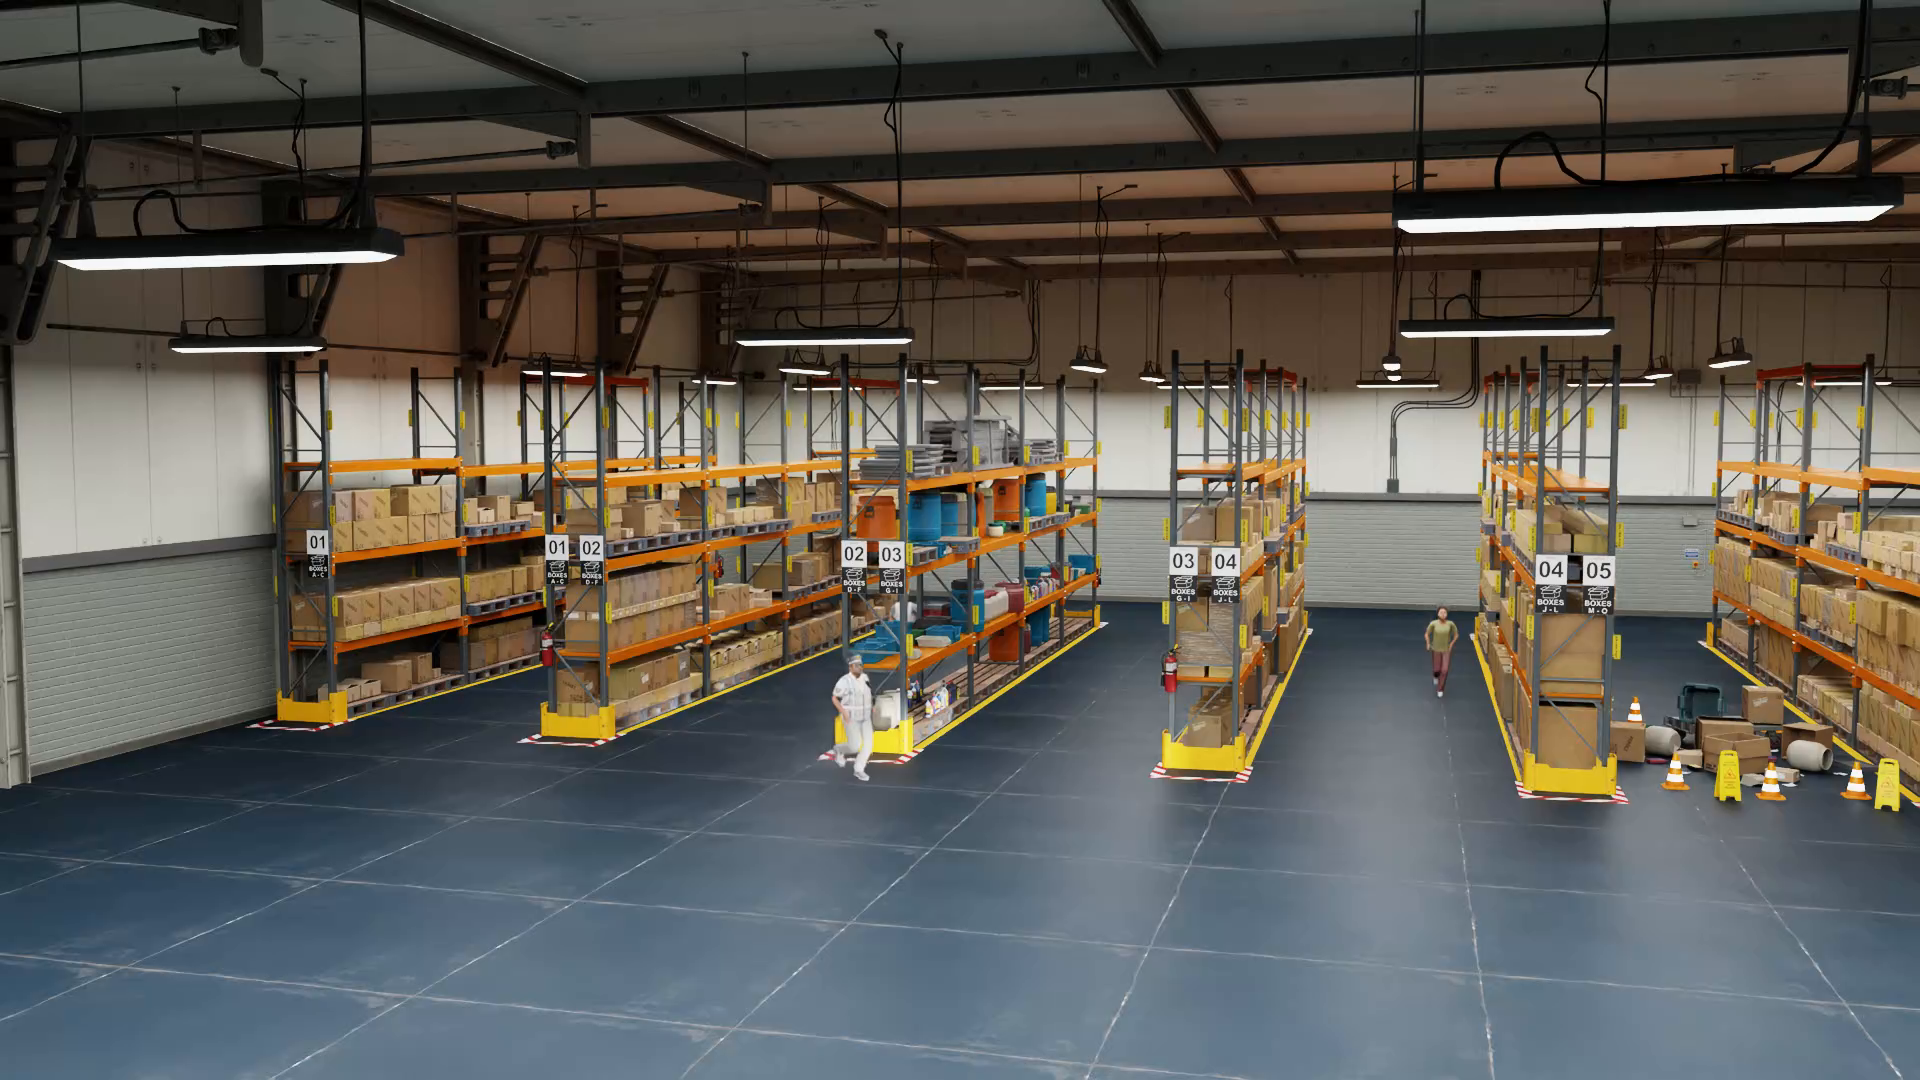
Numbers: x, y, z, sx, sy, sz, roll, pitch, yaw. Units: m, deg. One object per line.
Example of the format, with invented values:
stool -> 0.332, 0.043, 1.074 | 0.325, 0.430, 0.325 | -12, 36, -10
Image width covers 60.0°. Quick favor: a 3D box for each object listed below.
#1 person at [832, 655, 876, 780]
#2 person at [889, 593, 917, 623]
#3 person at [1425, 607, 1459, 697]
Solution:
person -> -1.485, 2.467, 23.338 | 0.671, 1.751, 0.647 | -3, 5, -38
person -> -1.095, 1.806, 32.123 | 0.643, 1.744, 0.618 | 1, 4, 18
person -> 8.796, 2.022, 30.365 | 0.596, 1.632, 0.567 | 1, 4, 12
